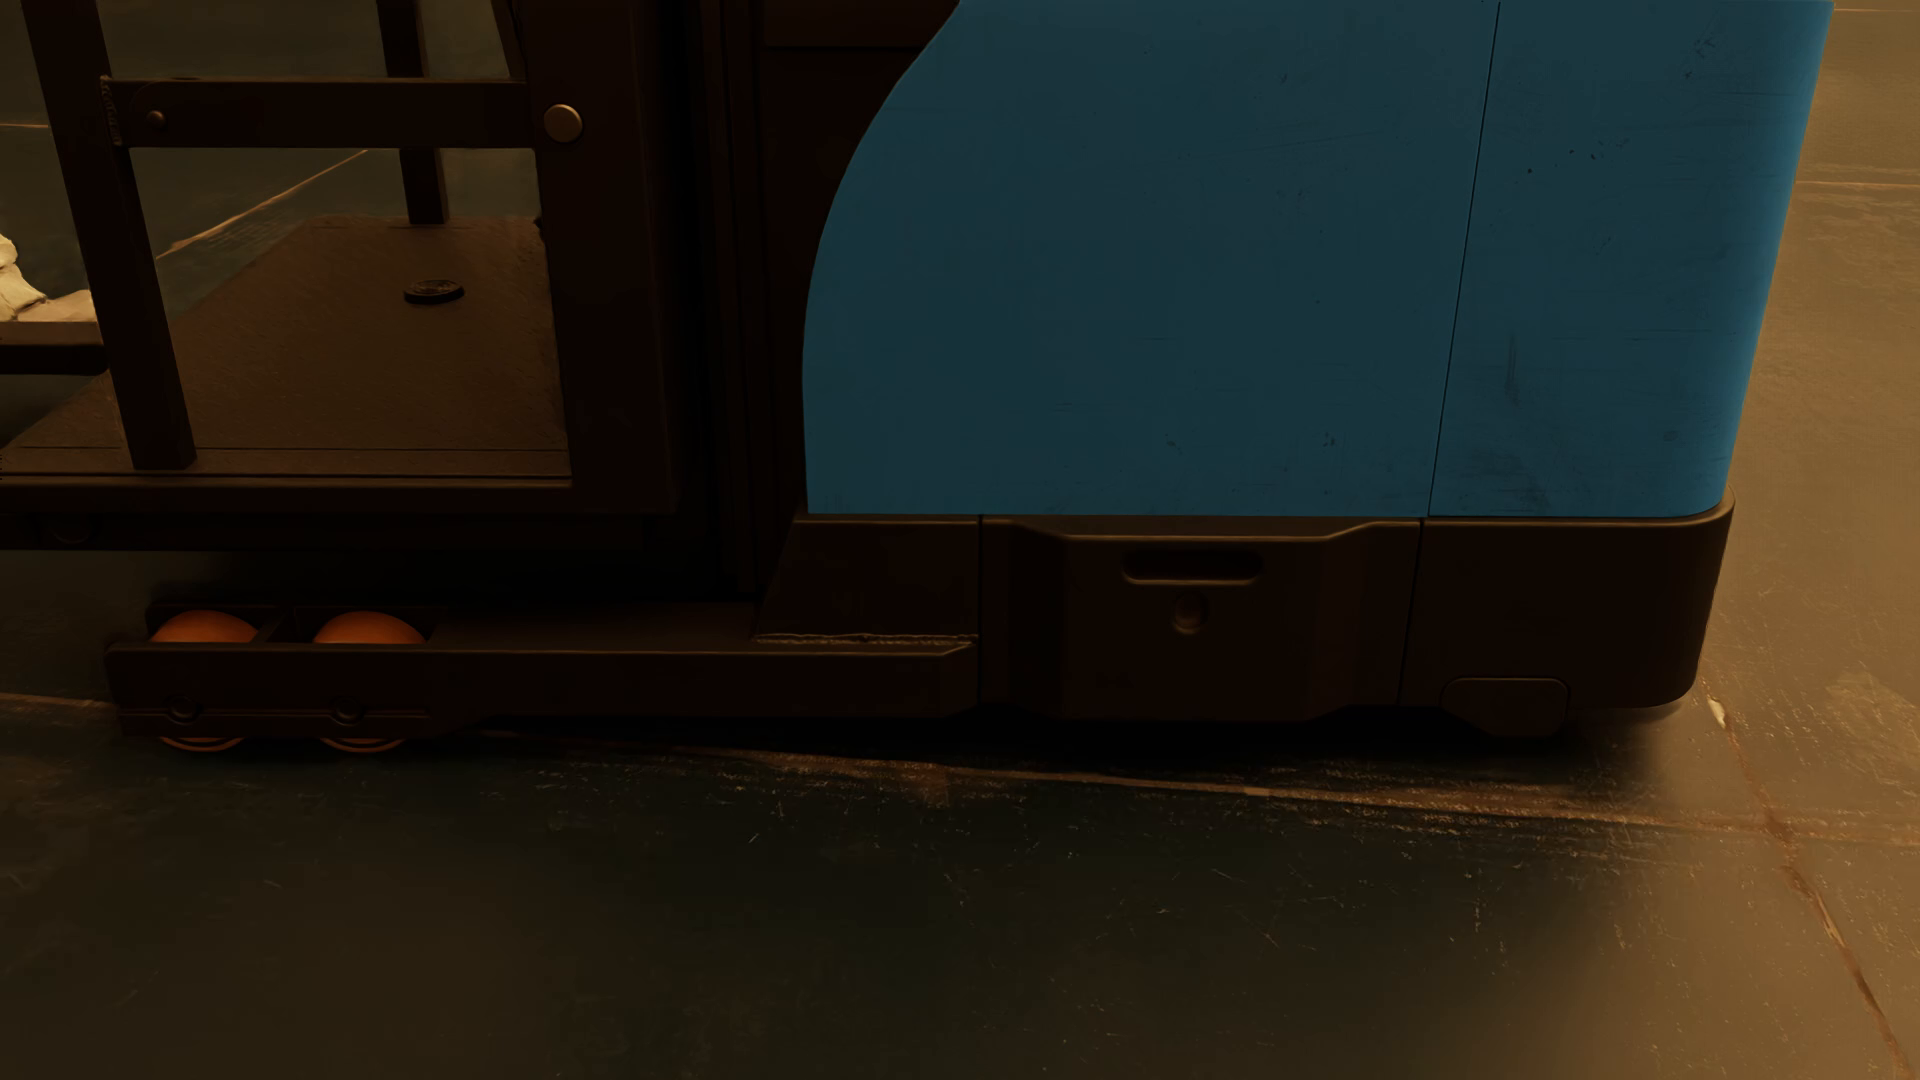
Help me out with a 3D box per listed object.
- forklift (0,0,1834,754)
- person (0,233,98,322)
[{"bbox_3d":[-0.617,-1.293,1.808,3.031,2.935,1.130,0,27,1],"label":"forklift"},{"bbox_3d":[-2.129,-0.917,2.609,1.129,1.422,0.675,8,28,16],"label":"person"}]
